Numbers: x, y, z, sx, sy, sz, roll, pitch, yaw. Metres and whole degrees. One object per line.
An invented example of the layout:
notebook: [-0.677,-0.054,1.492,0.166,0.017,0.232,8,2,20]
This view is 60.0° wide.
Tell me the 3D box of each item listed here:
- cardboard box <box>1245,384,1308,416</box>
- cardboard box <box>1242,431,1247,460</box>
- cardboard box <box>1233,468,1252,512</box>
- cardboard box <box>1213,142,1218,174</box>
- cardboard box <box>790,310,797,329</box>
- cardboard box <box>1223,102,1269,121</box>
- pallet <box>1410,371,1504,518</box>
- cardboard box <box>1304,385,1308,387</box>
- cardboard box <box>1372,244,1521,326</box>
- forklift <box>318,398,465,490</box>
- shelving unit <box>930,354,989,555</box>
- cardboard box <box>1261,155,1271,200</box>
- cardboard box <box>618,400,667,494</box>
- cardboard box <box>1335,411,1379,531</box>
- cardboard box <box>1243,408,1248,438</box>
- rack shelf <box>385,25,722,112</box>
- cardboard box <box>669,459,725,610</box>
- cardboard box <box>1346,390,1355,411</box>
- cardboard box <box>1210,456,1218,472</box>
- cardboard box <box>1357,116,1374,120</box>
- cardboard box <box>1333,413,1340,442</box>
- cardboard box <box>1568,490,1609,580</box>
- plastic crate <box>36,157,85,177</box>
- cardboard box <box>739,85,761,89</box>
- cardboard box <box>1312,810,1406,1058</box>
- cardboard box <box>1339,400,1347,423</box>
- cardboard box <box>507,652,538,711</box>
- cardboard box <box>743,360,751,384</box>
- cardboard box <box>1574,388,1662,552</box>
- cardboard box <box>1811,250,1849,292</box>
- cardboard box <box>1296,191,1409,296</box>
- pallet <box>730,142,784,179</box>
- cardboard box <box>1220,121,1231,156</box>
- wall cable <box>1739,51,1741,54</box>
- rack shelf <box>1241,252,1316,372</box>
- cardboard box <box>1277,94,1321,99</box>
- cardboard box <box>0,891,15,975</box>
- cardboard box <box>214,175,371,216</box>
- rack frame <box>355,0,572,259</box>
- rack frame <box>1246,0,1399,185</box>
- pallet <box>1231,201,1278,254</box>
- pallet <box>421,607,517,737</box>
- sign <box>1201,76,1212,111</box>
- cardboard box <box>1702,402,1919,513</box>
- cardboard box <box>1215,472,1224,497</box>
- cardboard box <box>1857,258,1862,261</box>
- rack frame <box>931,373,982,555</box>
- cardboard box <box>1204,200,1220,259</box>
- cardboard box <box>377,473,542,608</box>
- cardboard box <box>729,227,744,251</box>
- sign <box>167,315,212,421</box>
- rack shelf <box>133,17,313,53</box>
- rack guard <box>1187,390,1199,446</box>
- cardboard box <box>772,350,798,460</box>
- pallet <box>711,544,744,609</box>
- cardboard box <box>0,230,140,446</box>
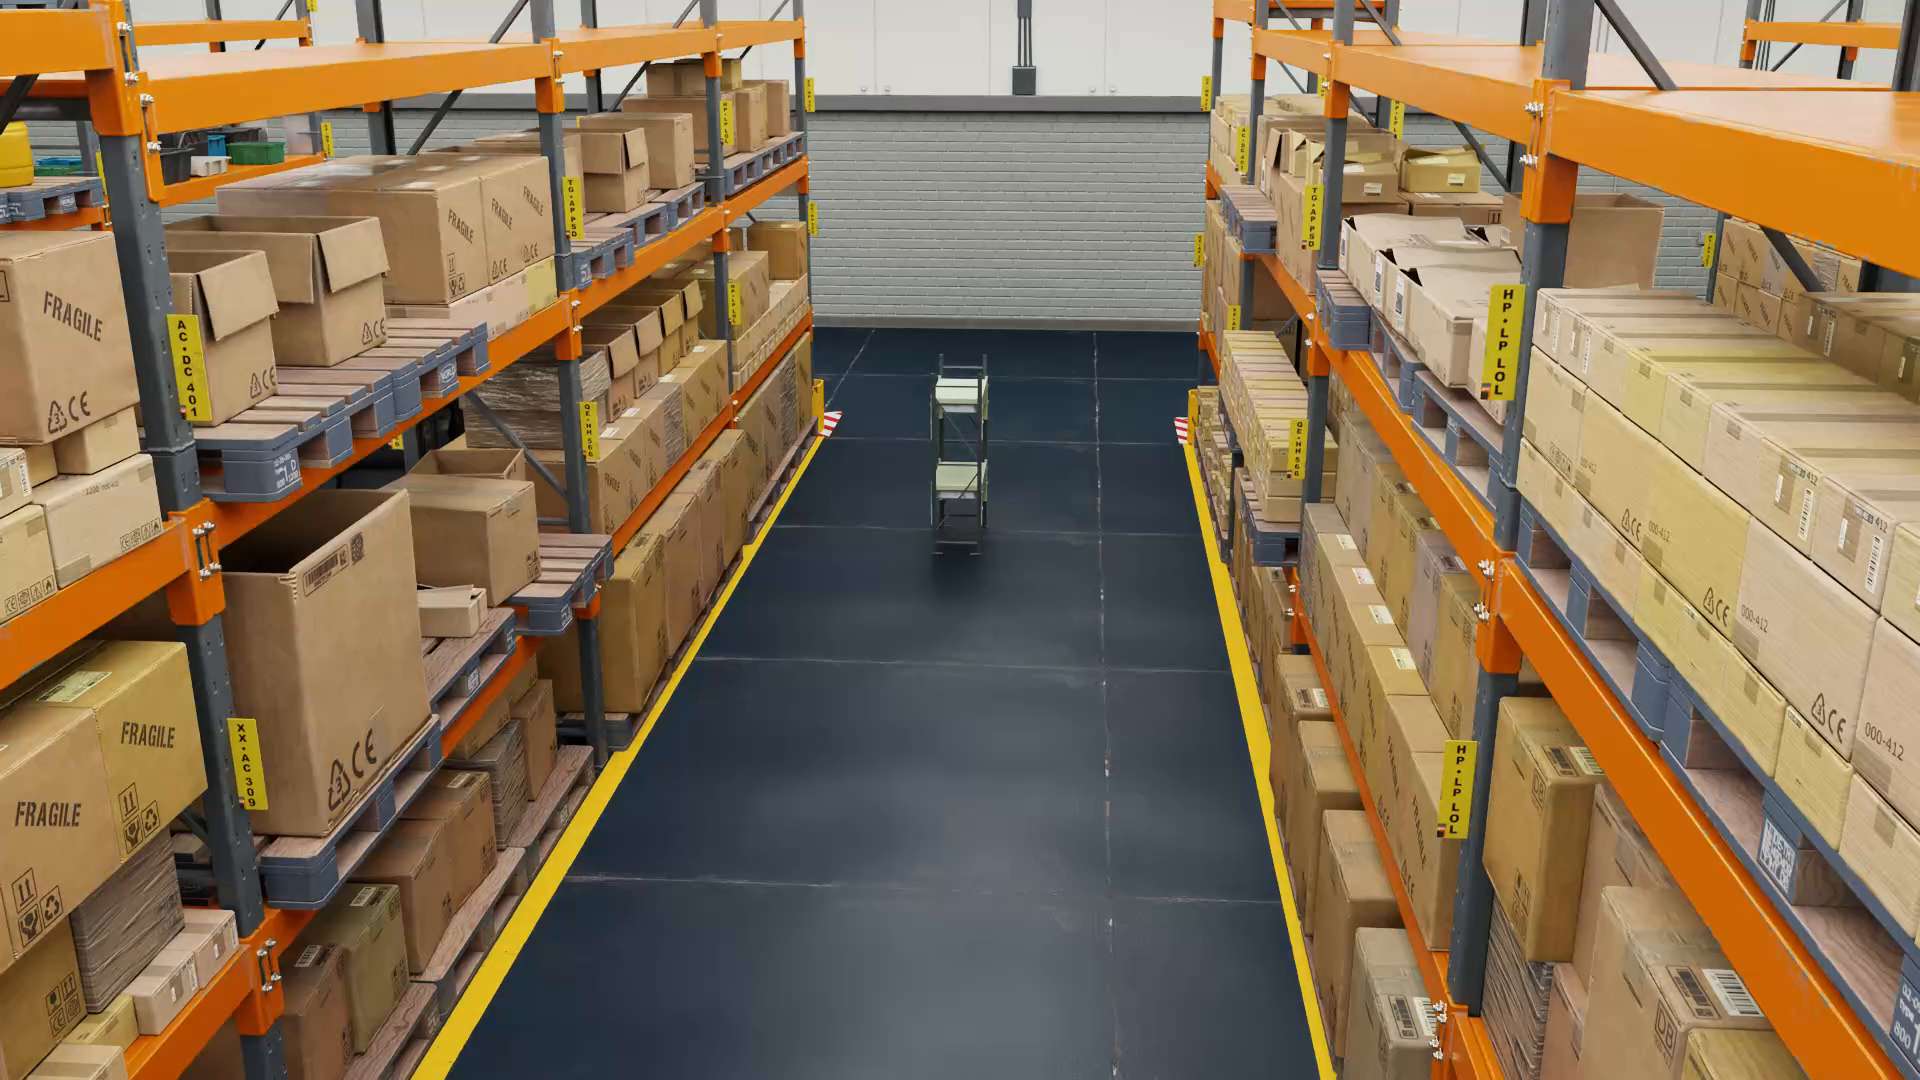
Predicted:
cardboard box: [2.014,-0.888,10.588,0.380,0.149,0.250,2,18,7]
cardboard box: [2.015,-0.603,10.674,0.380,0.149,0.250,2,18,6]
cardboard box: [2.312,-0.347,12.302,0.500,0.250,0.500,0,18,1]
cardboard box: [2.586,-3.502,15.218,0.500,0.250,0.500,2,18,6]
cardboard box: [-1.777,-2.114,15.959,0.380,0.149,0.250,2,18,5]
cardboard box: [2.491,-3.732,14.475,0.380,0.149,0.250,2,18,6]
pallet: [2.071,-0.339,5.630,0.805,0.209,1.217,1,18,2]
cardboard box: [2.919,-1.246,13.313,0.380,0.149,0.250,2,18,6]
cardboard box: [1.997,-1.056,6.819,0.500,0.311,0.500,1,18,3]
forklift: [-4.631,-1.323,13.255,1.130,2.935,3.031,1,18,2]
shelving unit: [0.000,-0.711,13.683,0.431,1.500,0.755,1,18,4]
cardboard box: [2.356,-2.517,11.439,0.500,0.311,0.500,1,18,3]
cardboard box: [-2.224,-0.615,10.821,0.500,0.500,0.500,1,18,3]
cardboard box: [2.299,-0.344,8.390,0.700,0.500,0.500,1,18,4]
cardboard box: [2.013,-0.747,10.635,0.380,0.149,0.250,2,18,5]
rack shelf: [-2.455,-3.043,10.555,1.077,0.370,4.000,1,18,4]
cardboard box: [-2.401,-0.058,12.021,1.225,0.875,0.875,1,18,2]
cardboard box: [2.660,-0.871,10.538,0.380,0.149,0.250,2,18,6]
cardboard box: [2.461,-0.654,15.005,0.380,0.149,0.250,1,18,4]
cardboard box: [2.943,-3.153,12.709,0.380,0.149,0.250,1,18,2]
cardboard box: [2.707,-0.751,11.126,0.380,0.149,0.250,2,18,6]
cardboard box: [1.654,-0.008,3.882,0.380,0.149,0.250,1,18,4]
plastic crate: [-7.505,-3.091,13.992,0.416,0.233,0.300,1,18,4]
cardboard box: [-2.158,-3.811,14.924,0.700,0.500,0.500,0,18,0]
cardboard box: [2.082,1.657,6.988,1.050,0.750,0.750,1,18,4]
cardboard box: [2.683,-0.812,10.835,0.380,0.149,0.250,2,18,6]
cardboard box: [-2.617,0.728,8.986,0.500,0.250,0.500,2,18,6]
cardboard box: [-1.940,-1.392,13.757,0.380,0.149,0.250,1,18,2]
cardboard box: [1.706,-0.159,3.701,0.500,0.250,0.500,1,18,3]
cardboard box: [7.403,-2.115,13.794,0.500,0.500,0.500,2,18,5]
cardboard box: [2.129,-1.617,9.062,0.500,0.500,0.500,1,18,4]
pallet: [-2.153,-3.360,14.686,1.003,0.211,1.213,1,18,4]
cardboard box: [2.505,-3.431,14.196,0.500,0.250,0.500,1,18,2]
wall cable: [8.736,-6.972,20.750,2.355,3.000,0.029,1,18,4]
rack shelf: [2.485,-1.665,10.527,1.077,0.370,4.000,1,18,4]
cardboard box: [3.184,-4.117,15.650,0.380,0.149,0.250,1,18,3]
cardboard box: [-2.714,0.932,4.018,0.500,0.500,0.500,1,18,4]
cardboard box: [-2.958,-1.359,7.473,0.500,0.500,0.500,1,18,2]
rack frame: [-2.599,-2.954,8.485,1.000,3.000,0.127,1,18,4]
rack frame: [2.628,-4.054,11.843,1.000,3.000,0.127,1,18,4]
pallet: [2.406,-2.028,10.778,1.213,0.211,1.003,1,18,4]
pallet: [-2.700,0.604,7.570,1.003,0.211,1.213,1,18,4]
sign: [2.374,-4.298,16.002,0.100,0.325,0.005,1,18,4]
cardboard box: [1.600,-0.150,3.033,0.380,0.149,0.250,1,18,4]
cardboard box: [2.342,-0.462,13.942,0.380,0.149,0.250,1,18,2]
cardboard box: [7.432,-2.293,13.297,0.380,0.149,0.250,1,18,3]
rack frame: [-0.027,-0.597,13.336,0.400,1.500,0.023,1,18,4]
cardboard box: [2.618,-2.976,15.944,0.500,0.500,0.500,1,18,4]
cardboard box: [-2.538,-0.006,8.288,0.700,0.500,0.500,4,19,12]
cardboard box: [-2.365,-2.716,15.952,0.500,0.500,0.500,1,18,3]
sign: [-2.344,-0.522,5.051,0.100,0.325,0.005,1,18,4]
rack shelf: [-7.109,-4.396,14.684,1.077,0.370,4.000,1,18,4]
rack guard: [2.909,-1.234,16.886,1.175,0.500,0.348,1,18,4]
cardboard box: [-2.056,-1.294,15.793,0.875,0.875,0.875,1,18,4]
pallet: [-2.292,0.221,12.909,1.003,0.211,1.213,1,18,4]
cardboard box: [-2.663,-0.567,4.578,0.500,0.500,0.500,1,18,2]
